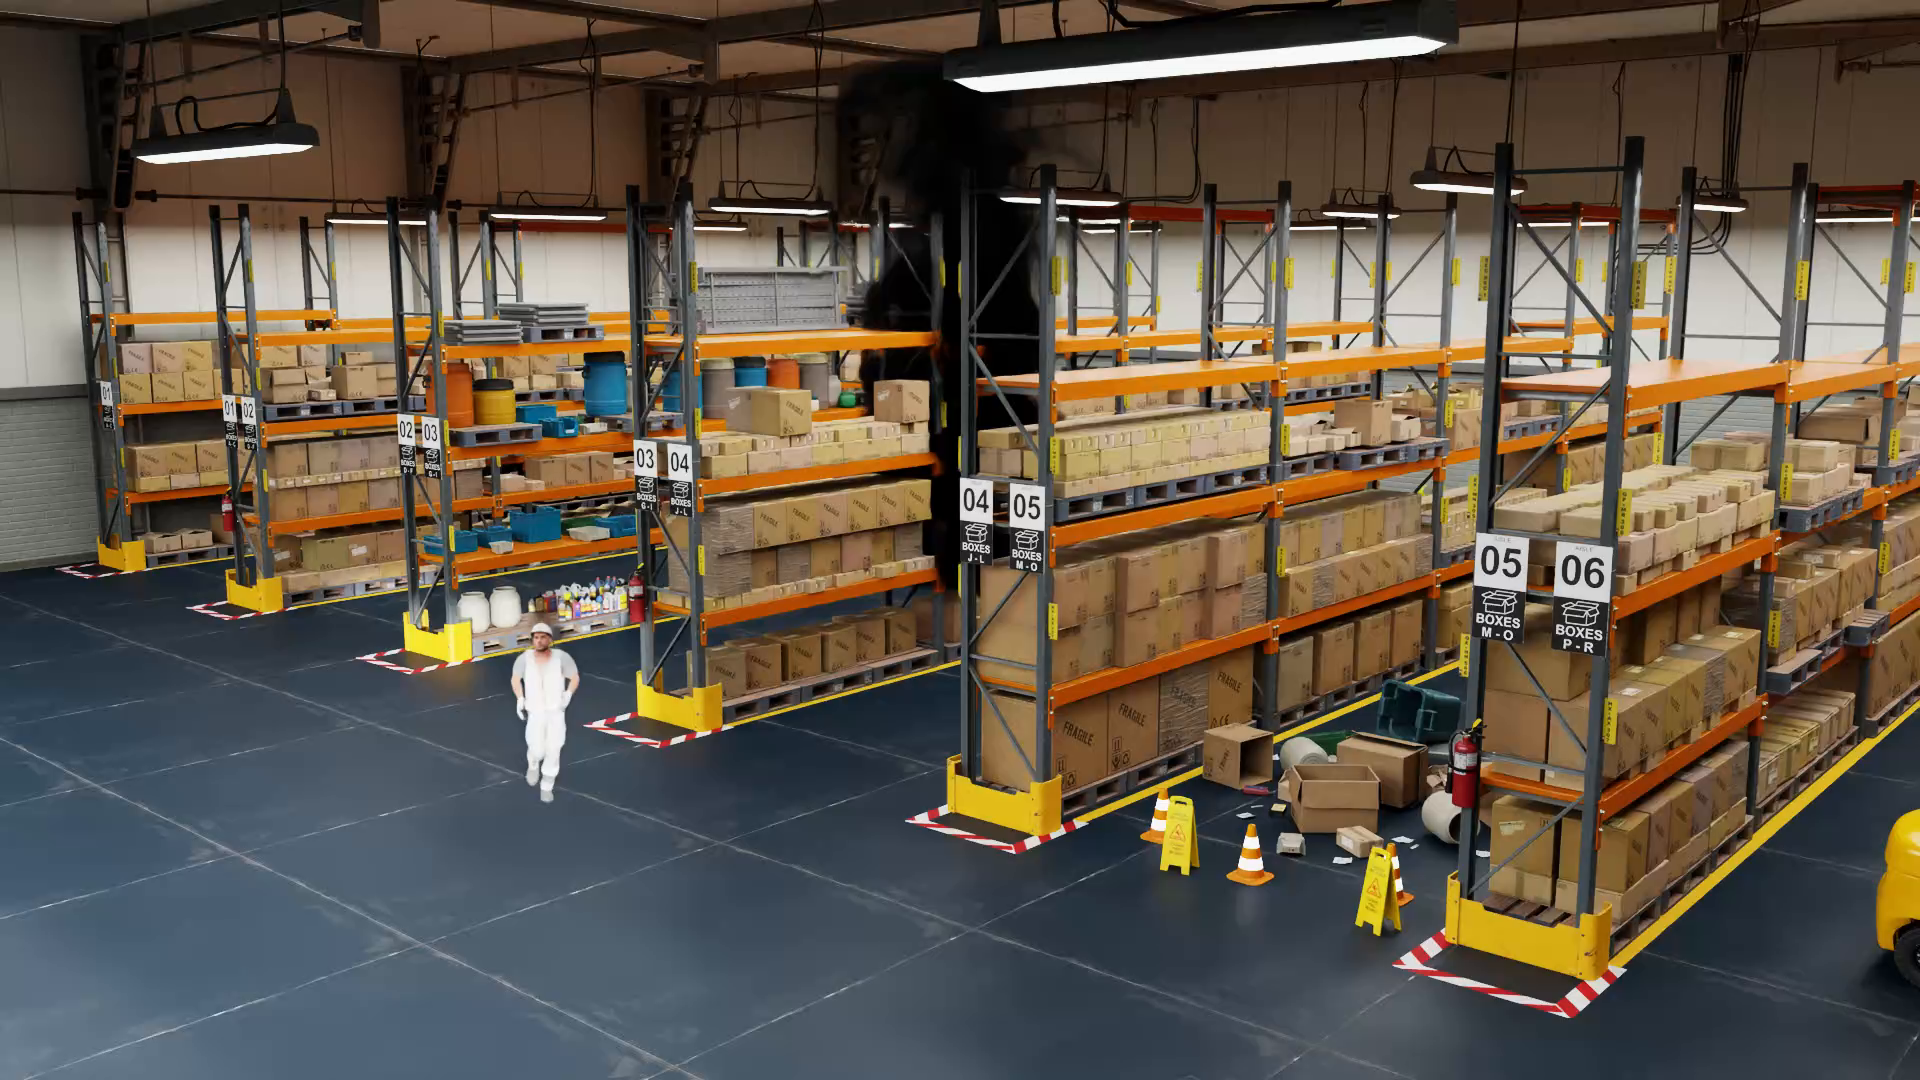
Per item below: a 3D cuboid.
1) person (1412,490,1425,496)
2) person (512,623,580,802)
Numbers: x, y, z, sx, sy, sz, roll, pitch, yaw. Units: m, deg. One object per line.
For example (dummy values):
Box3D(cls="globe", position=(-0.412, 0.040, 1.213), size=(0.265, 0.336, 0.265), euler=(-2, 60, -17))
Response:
Box3D(cls="person", position=(7.055, 0.074, 25.650), size=(0.546, 1.729, 0.698), euler=(-9, 13, -43))
Box3D(cls="person", position=(-4.006, 1.655, 16.101), size=(0.632, 1.751, 0.631), euler=(-2, 10, -13))
